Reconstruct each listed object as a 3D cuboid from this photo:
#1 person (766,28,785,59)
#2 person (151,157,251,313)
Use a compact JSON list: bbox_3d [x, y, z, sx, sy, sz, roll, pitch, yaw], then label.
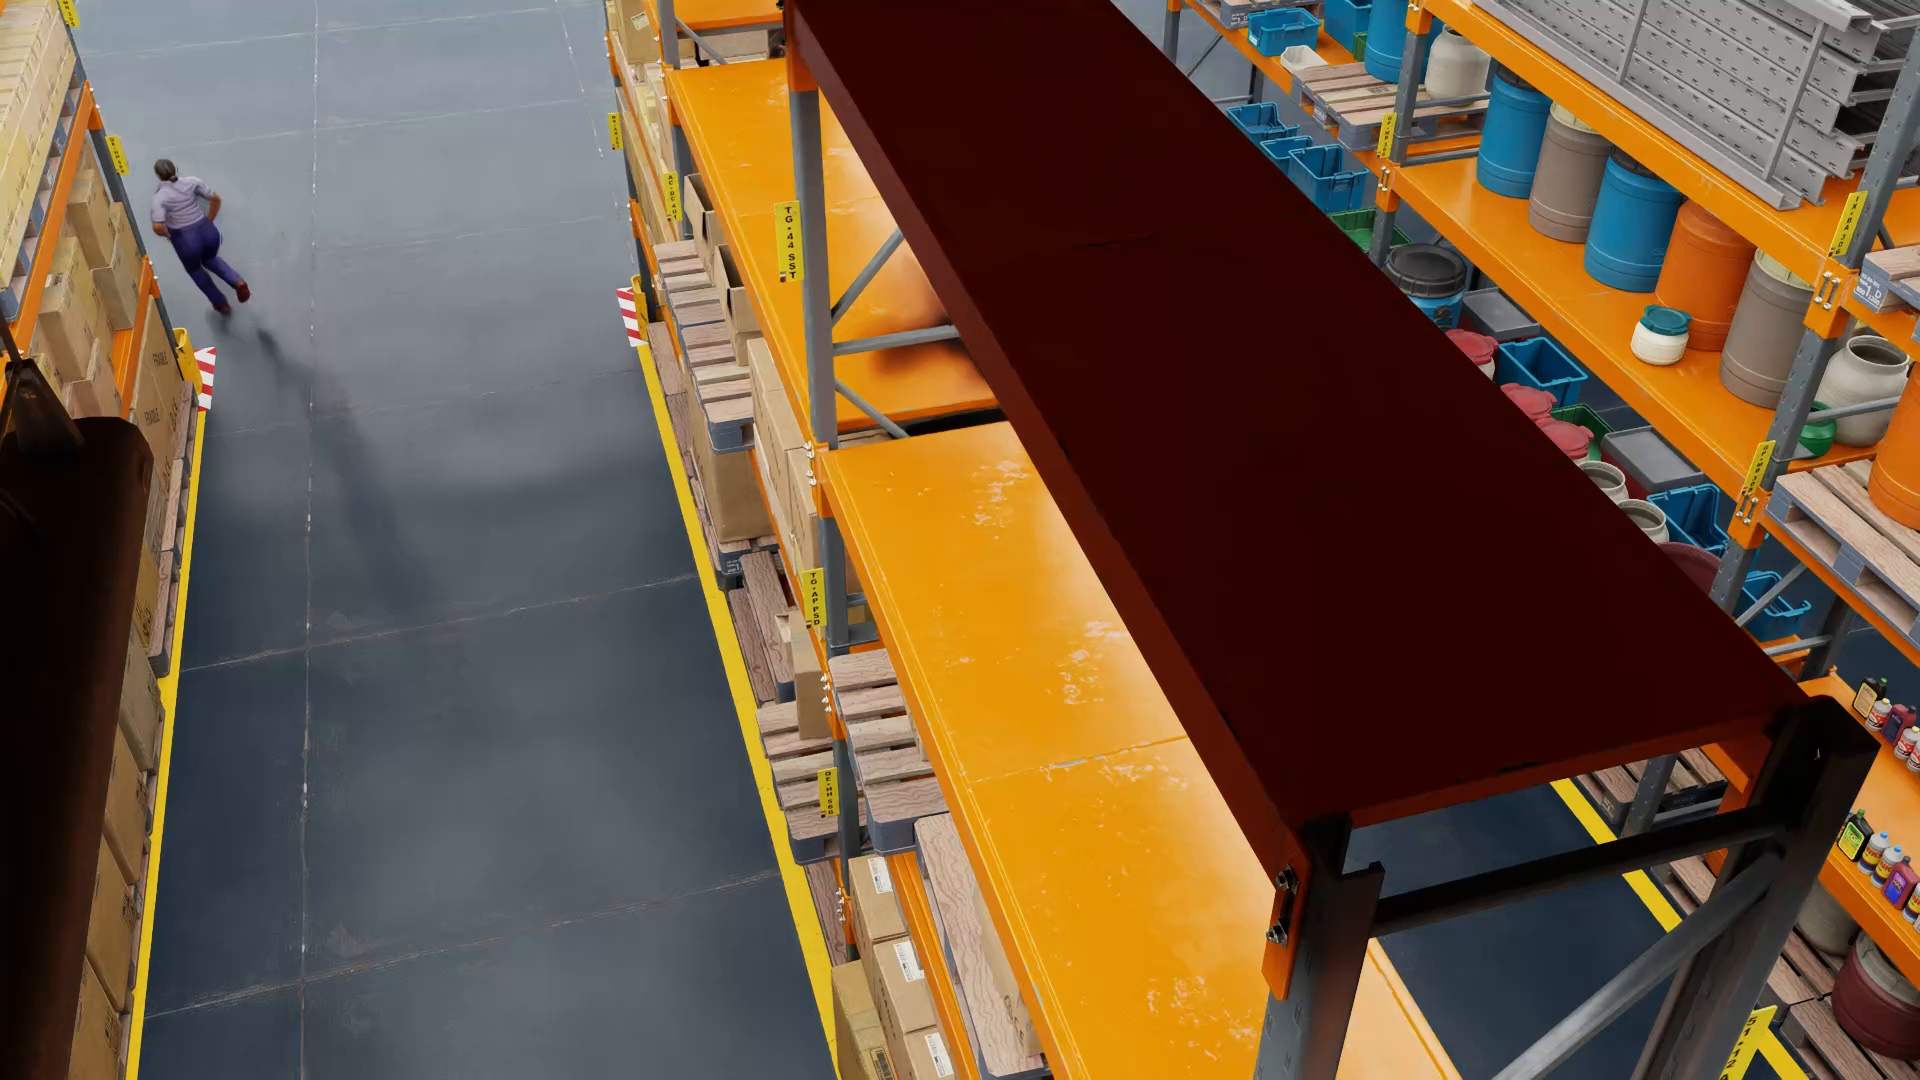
[{"bbox_3d":[-2.050,-5.200,17.953,1.049,1.790,0.729,12,40,15],"label":"person"},{"bbox_3d":[-6.914,-2.702,14.986,0.530,1.619,0.625,25,45,28],"label":"person"}]
